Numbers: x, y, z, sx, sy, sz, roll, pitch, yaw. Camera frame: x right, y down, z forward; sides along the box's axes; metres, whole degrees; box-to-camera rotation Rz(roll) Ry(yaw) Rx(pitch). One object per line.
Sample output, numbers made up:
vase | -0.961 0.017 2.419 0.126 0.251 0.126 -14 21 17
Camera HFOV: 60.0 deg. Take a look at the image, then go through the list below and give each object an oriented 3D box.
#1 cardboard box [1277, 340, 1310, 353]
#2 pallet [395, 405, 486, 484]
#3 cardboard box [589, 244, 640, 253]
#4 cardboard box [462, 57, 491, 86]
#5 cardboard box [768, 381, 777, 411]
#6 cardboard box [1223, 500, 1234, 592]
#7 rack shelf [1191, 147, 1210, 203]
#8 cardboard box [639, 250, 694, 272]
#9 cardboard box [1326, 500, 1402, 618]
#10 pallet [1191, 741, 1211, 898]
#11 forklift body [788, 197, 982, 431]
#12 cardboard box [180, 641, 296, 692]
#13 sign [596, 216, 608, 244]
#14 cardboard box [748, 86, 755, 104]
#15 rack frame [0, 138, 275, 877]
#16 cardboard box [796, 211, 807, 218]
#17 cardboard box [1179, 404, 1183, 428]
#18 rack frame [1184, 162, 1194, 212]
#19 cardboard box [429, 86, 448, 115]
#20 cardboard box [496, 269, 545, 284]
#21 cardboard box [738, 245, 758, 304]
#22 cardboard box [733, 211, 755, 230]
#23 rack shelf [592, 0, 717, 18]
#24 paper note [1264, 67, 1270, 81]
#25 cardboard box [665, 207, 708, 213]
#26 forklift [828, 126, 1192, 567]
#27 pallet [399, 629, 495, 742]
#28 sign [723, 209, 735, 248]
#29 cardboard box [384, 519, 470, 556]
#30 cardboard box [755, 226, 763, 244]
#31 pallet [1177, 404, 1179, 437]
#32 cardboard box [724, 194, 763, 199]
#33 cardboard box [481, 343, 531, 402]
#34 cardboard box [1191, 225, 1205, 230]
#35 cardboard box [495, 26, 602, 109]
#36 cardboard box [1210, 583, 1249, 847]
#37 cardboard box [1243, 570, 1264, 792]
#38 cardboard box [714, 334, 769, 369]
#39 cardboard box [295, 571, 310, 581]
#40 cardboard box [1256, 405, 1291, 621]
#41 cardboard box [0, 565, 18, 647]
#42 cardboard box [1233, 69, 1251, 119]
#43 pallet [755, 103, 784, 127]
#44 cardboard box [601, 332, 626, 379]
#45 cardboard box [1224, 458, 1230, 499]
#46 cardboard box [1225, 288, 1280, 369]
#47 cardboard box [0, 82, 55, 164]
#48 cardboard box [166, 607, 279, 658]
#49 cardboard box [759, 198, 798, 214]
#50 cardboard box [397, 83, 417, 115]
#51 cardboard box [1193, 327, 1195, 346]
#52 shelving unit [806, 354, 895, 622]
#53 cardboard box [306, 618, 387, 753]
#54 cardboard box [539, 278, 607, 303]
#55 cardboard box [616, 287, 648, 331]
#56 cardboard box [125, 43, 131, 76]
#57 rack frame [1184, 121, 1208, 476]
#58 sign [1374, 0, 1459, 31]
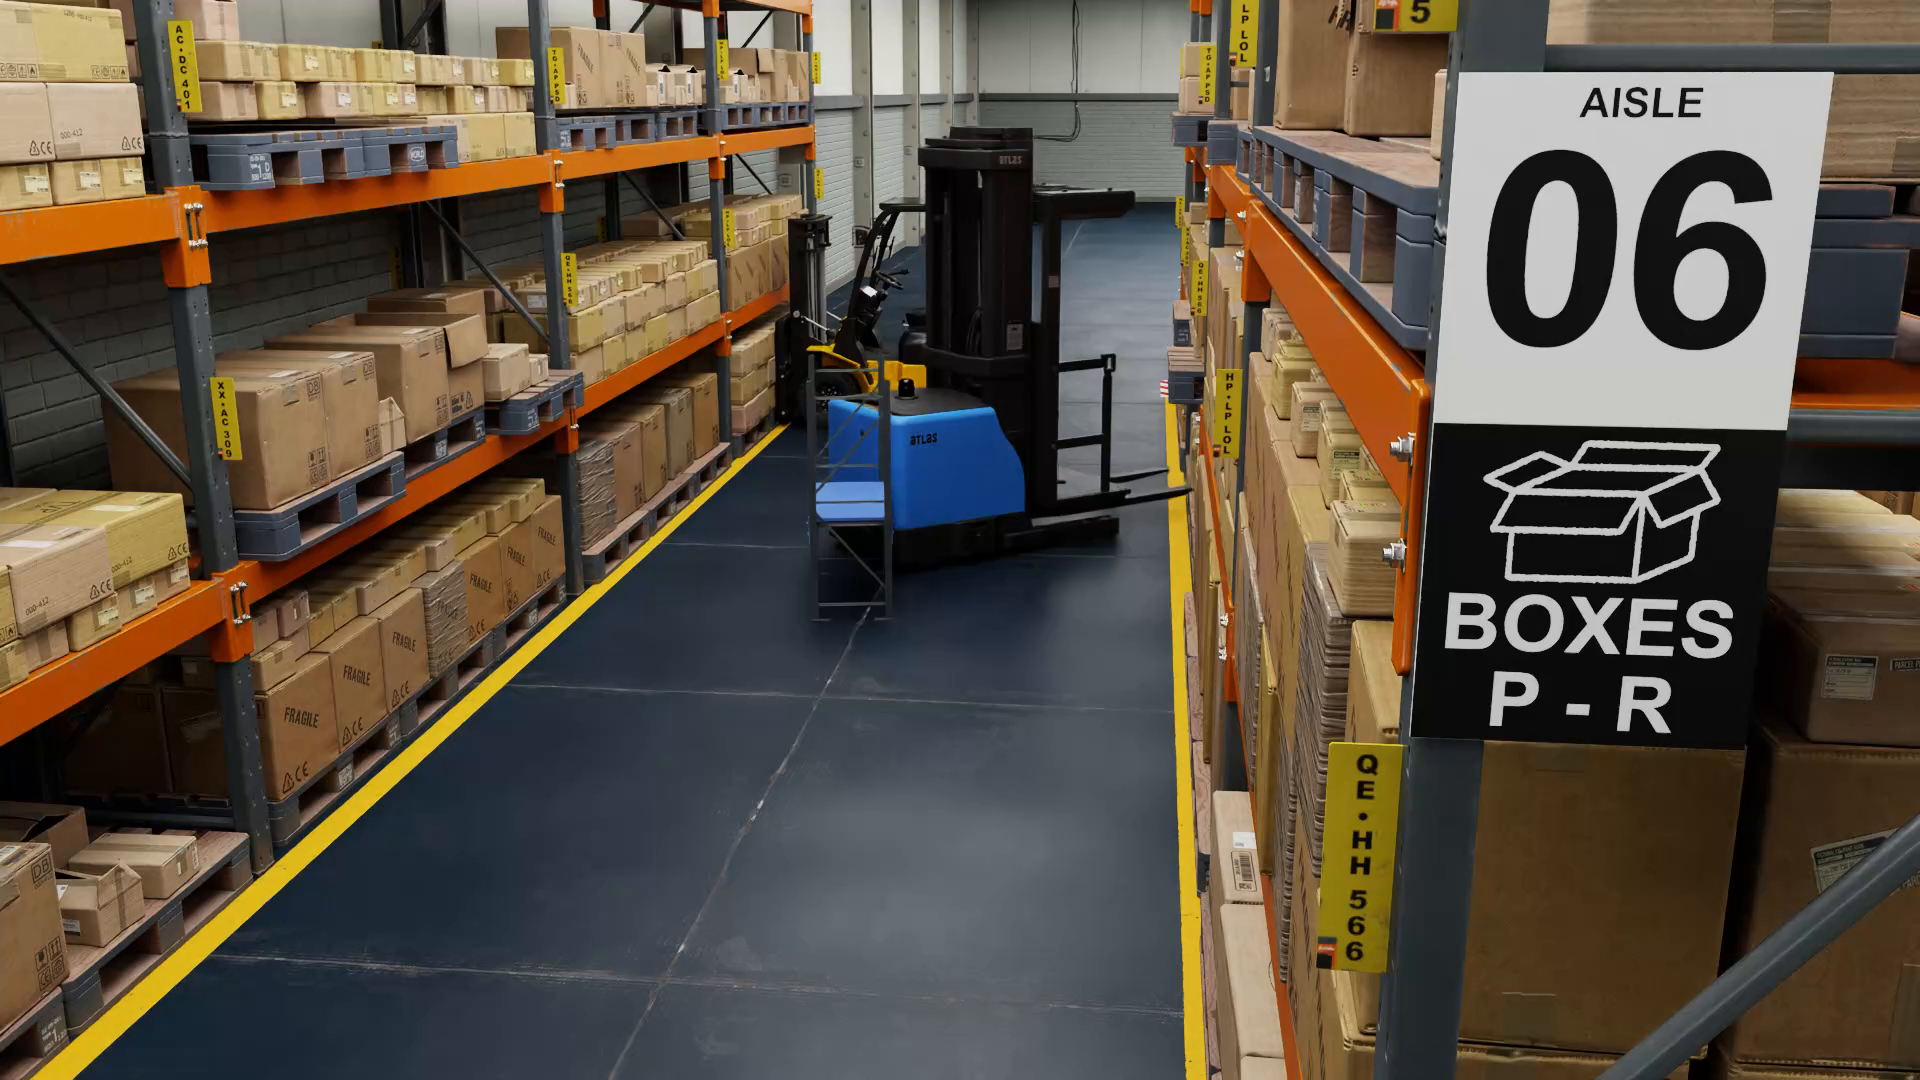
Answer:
cardboard box | 1.134 -0.497 4.903 0.380 0.149 0.250 2 15 6
pallet | -3.179 -0.510 8.668 1.003 0.211 1.213 2 15 6
cardboard box | -2.848 -2.353 13.682 0.380 0.149 0.250 1 15 4
cardboard box | -2.823 -2.585 9.183 0.380 0.149 0.250 1 15 4
cardboard box | -2.045 -1.401 16.060 0.500 0.250 0.500 2 15 7
cardboard box | 1.317 0.025 6.612 0.500 0.250 0.500 1 15 5
rack shelf | 2.194 -2.581 11.592 1.077 0.370 4.000 2 15 6
cardboard box | -2.320 -2.209 13.150 0.380 0.149 0.250 1 15 5
cardboard box | 0.857 0.034 2.939 0.380 0.149 0.250 2 15 6
pallet | 1.529 1.220 7.247 1.003 0.211 1.213 2 15 6
forklift body | -0.463 -2.226 16.275 2.313 2.155 1.214 2 15 6
cardboard box | -3.111 0.536 7.174 0.380 0.149 0.250 2 15 9
sign | -3.065 -2.616 14.281 0.100 0.325 0.005 2 15 6
cardboard box | -2.074 -4.029 15.053 0.380 0.149 0.250 2 15 8
rack frame | -3.416 -0.069 6.672 1.000 3.000 0.127 2 15 6
cardboard box | -1.822 -3.378 17.473 0.380 0.149 0.250 2 15 7
cardboard box | 2.269 -1.174 15.220 0.500 0.250 0.500 1 15 5
rack frame | 2.871 -3.036 17.645 1.000 3.000 0.127 2 15 6
cardboard box | -2.931 -2.313 8.746 0.380 0.149 0.250 2 15 7
cardboard box | -3.055 -1.826 11.735 0.380 0.149 0.250 2 15 6
cardboard box | -2.161 -2.435 15.231 0.500 0.500 0.500 2 15 7
cardboard box | -2.091 -2.924 15.224 0.380 0.149 0.250 2 15 8
rack shelf | -2.739 -3.981 11.790 1.077 0.370 4.000 2 15 6
paper note | 0.724 -1.101 3.929 0.006 0.032 0.123 2 15 6
cardboard box | -2.601 -3.072 15.773 0.380 0.149 0.250 2 15 6
forklift | 0.568 -1.497 12.083 3.031 2.935 1.130 -9 18 -31
pallet | -3.226 0.747 8.994 1.003 0.211 1.213 2 15 6
sign | -1.973 -2.651 14.155 0.100 0.325 0.005 2 15 6
cardboard box | -2.944 -0.010 9.193 0.380 0.149 0.250 1 15 5
cardboard box | -2.054 -2.846 15.506 0.380 0.149 0.250 2 15 6
pallet | 2.595 -1.145 15.994 1.003 0.211 1.213 2 15 6
cardboard box | -2.312 -3.606 17.746 0.380 0.149 0.250 1 15 5
cardboard box | -2.762 -0.954 9.426 0.500 0.250 0.500 1 15 4
cardboard box | 2.026 -2.150 12.802 0.500 0.500 0.500 2 15 6
cardboard box | -2.640 -3.035 10.704 0.500 0.500 0.500 2 15 7
cardboard box | 1.507 0.736 6.961 0.875 0.875 0.875 2 15 8
cardboard box | 1.080 0.401 4.742 0.500 0.500 0.500 2 15 7
cardboard box | -2.079 -1.751 15.438 0.500 0.250 0.500 2 15 6
cardboard box | -3.557 0.181 8.489 0.380 0.149 0.250 2 15 7
cardboard box | 1.090 -0.075 4.587 0.500 0.500 0.500 2 15 7
cardboard box | -3.342 0.258 5.179 0.500 0.250 0.500 2 15 6
cardboard box | 2.085 -2.703 10.475 0.700 0.500 0.500 2 15 6
pallet | -2.302 -4.087 15.953 1.003 0.211 1.213 2 15 6
cardboard box | -2.610 -1.273 11.409 0.500 0.250 0.500 1 15 5
cardboard box | 1.374 -0.344 7.019 0.500 0.250 0.500 2 15 8
cardboard box | 1.445 -0.844 7.428 0.500 0.500 0.500 2 15 8
cardboard box | -3.269 -1.321 5.271 0.500 0.250 0.500 1 15 4
cardboard box | -3.171 0.391 7.142 0.380 0.149 0.250 1 15 5
cardboard box | -1.892 -3.454 17.185 0.380 0.149 0.250 2 15 8
cardboard box | -2.839 -2.112 7.966 0.380 0.149 0.250 2 15 8
cardboard box | 1.750 -1.338 11.042 0.380 0.149 0.250 1 15 4
shelving unit | -0.708 -0.360 10.619 0.538 1.500 1.048 -1 15 -4
cardboard box | -3.087 0.677 7.895 0.500 0.500 0.500 1 15 6
cardboard box | -2.603 -1.679 11.190 0.380 0.149 0.250 2 15 8
cardboard box | -2.537 -1.649 11.842 0.500 0.250 0.500 1 15 5
cardboard box | -3.498 -1.872 6.507 0.380 0.149 0.250 1 15 5
rack frame | 2.419 -1.999 13.808 1.000 3.000 0.127 2 15 6
sign | 0.528 -0.743 1.874 0.100 0.325 0.005 2 15 6
